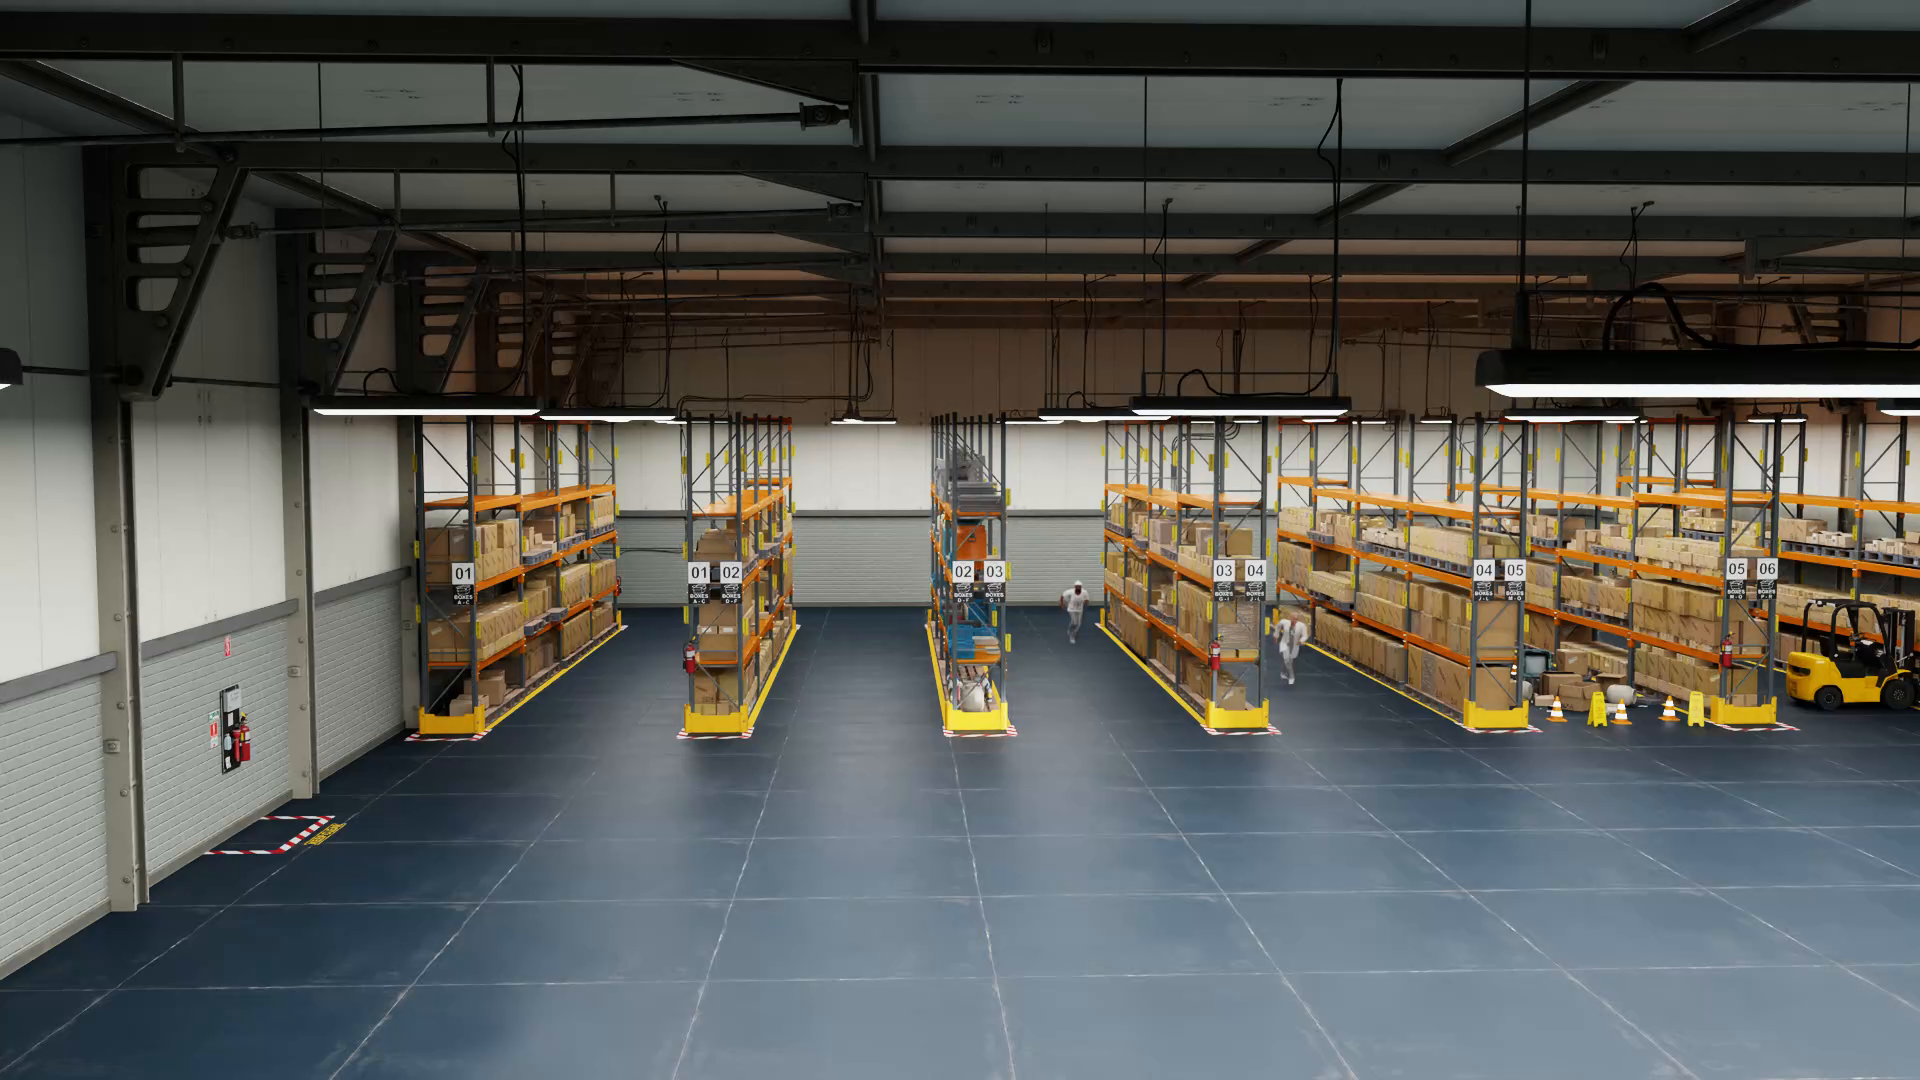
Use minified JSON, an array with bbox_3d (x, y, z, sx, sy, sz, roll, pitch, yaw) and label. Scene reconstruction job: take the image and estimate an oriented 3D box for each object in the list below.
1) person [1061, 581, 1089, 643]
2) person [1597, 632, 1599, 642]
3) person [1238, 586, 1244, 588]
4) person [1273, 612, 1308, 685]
[{"bbox_3d":[3.064,1.901,43.892,0.678,1.684,0.714,-1,4,-19],"label":"person"},{"bbox_3d":[16.347,1.909,43.278,0.716,1.754,0.974,0,4,-6],"label":"person"},{"bbox_3d":[7.412,1.921,43.915,0.592,1.694,0.840,0,4,-5],"label":"person"},{"bbox_3d":[7.355,2.374,37.061,0.712,1.619,1.157,0,4,1],"label":"person"}]
